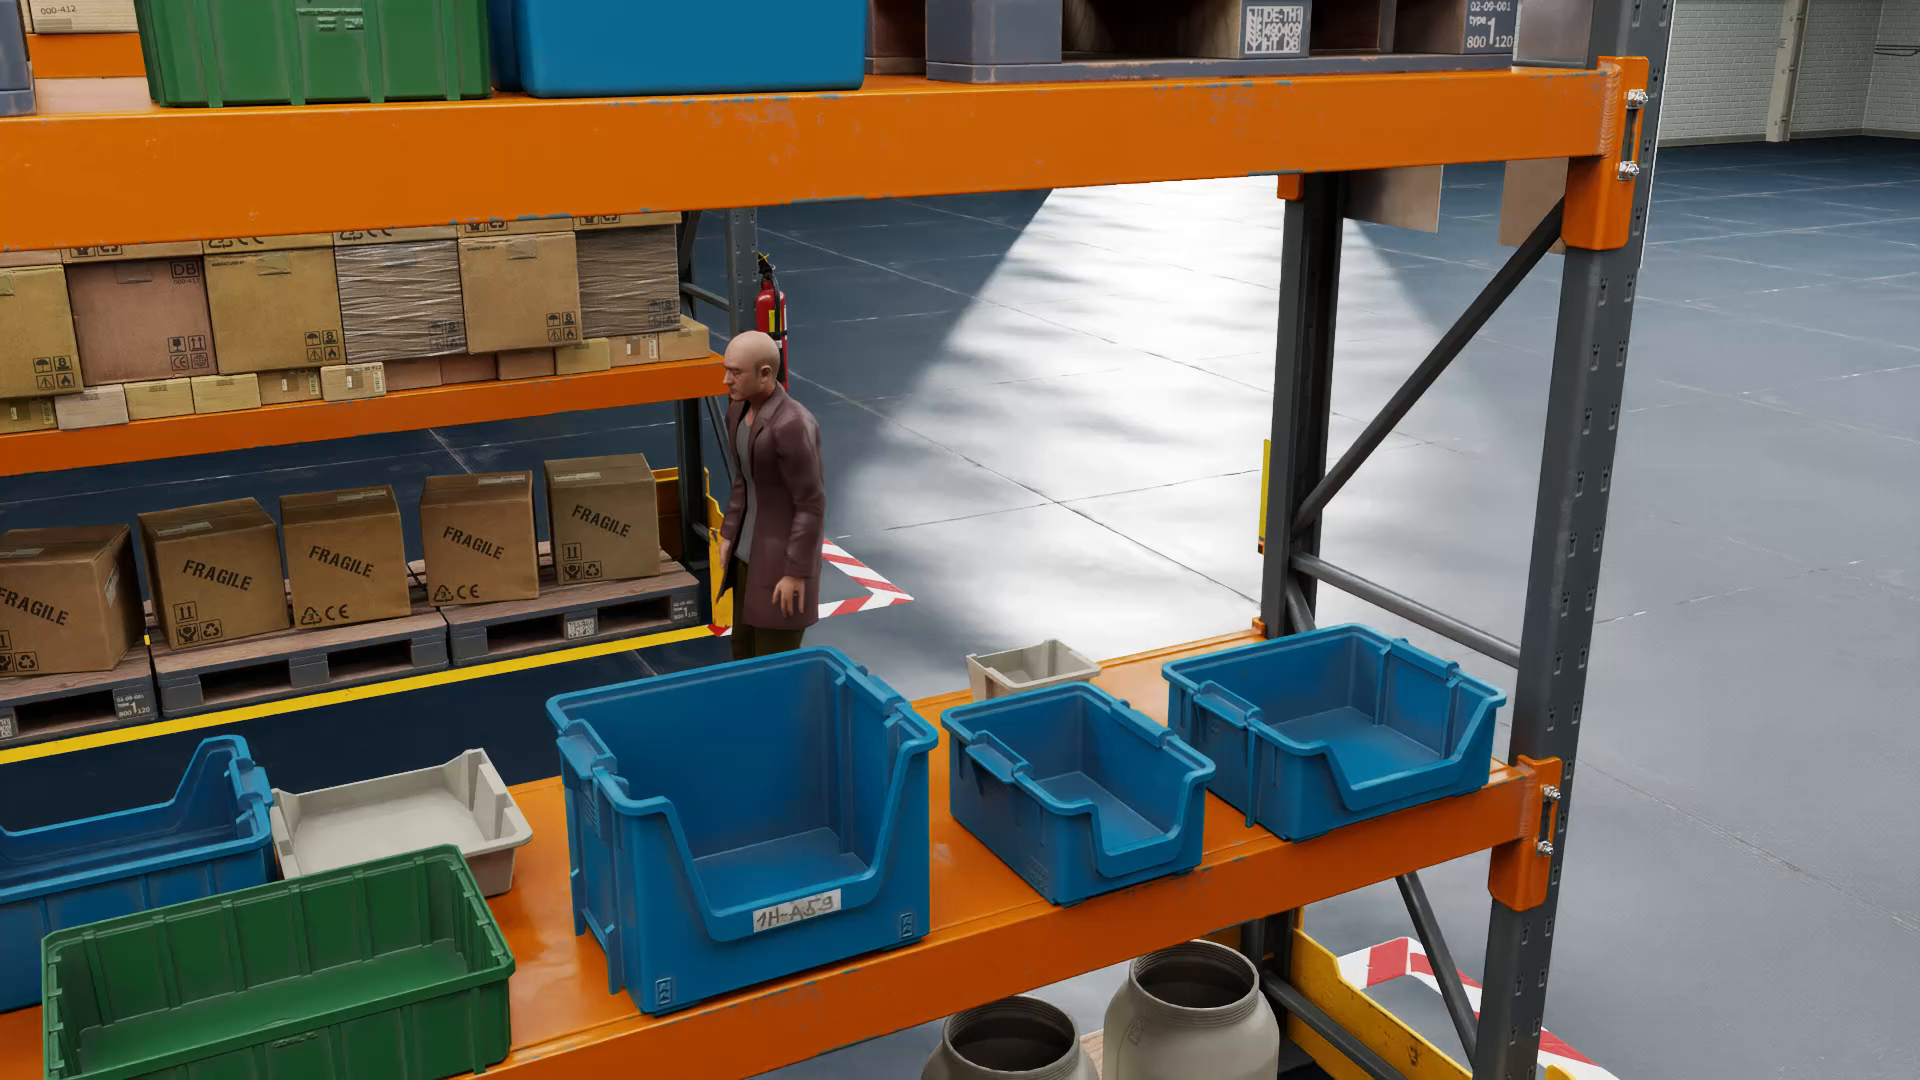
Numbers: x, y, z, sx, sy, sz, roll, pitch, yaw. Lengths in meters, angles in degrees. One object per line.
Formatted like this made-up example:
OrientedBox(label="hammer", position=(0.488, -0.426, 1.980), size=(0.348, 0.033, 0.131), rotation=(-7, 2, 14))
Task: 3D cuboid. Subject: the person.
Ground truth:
OrientedBox(label="person", position=(-0.731, 0.072, 6.363), size=(0.422, 1.774, 0.654), rotation=(-11, 21, -30))
